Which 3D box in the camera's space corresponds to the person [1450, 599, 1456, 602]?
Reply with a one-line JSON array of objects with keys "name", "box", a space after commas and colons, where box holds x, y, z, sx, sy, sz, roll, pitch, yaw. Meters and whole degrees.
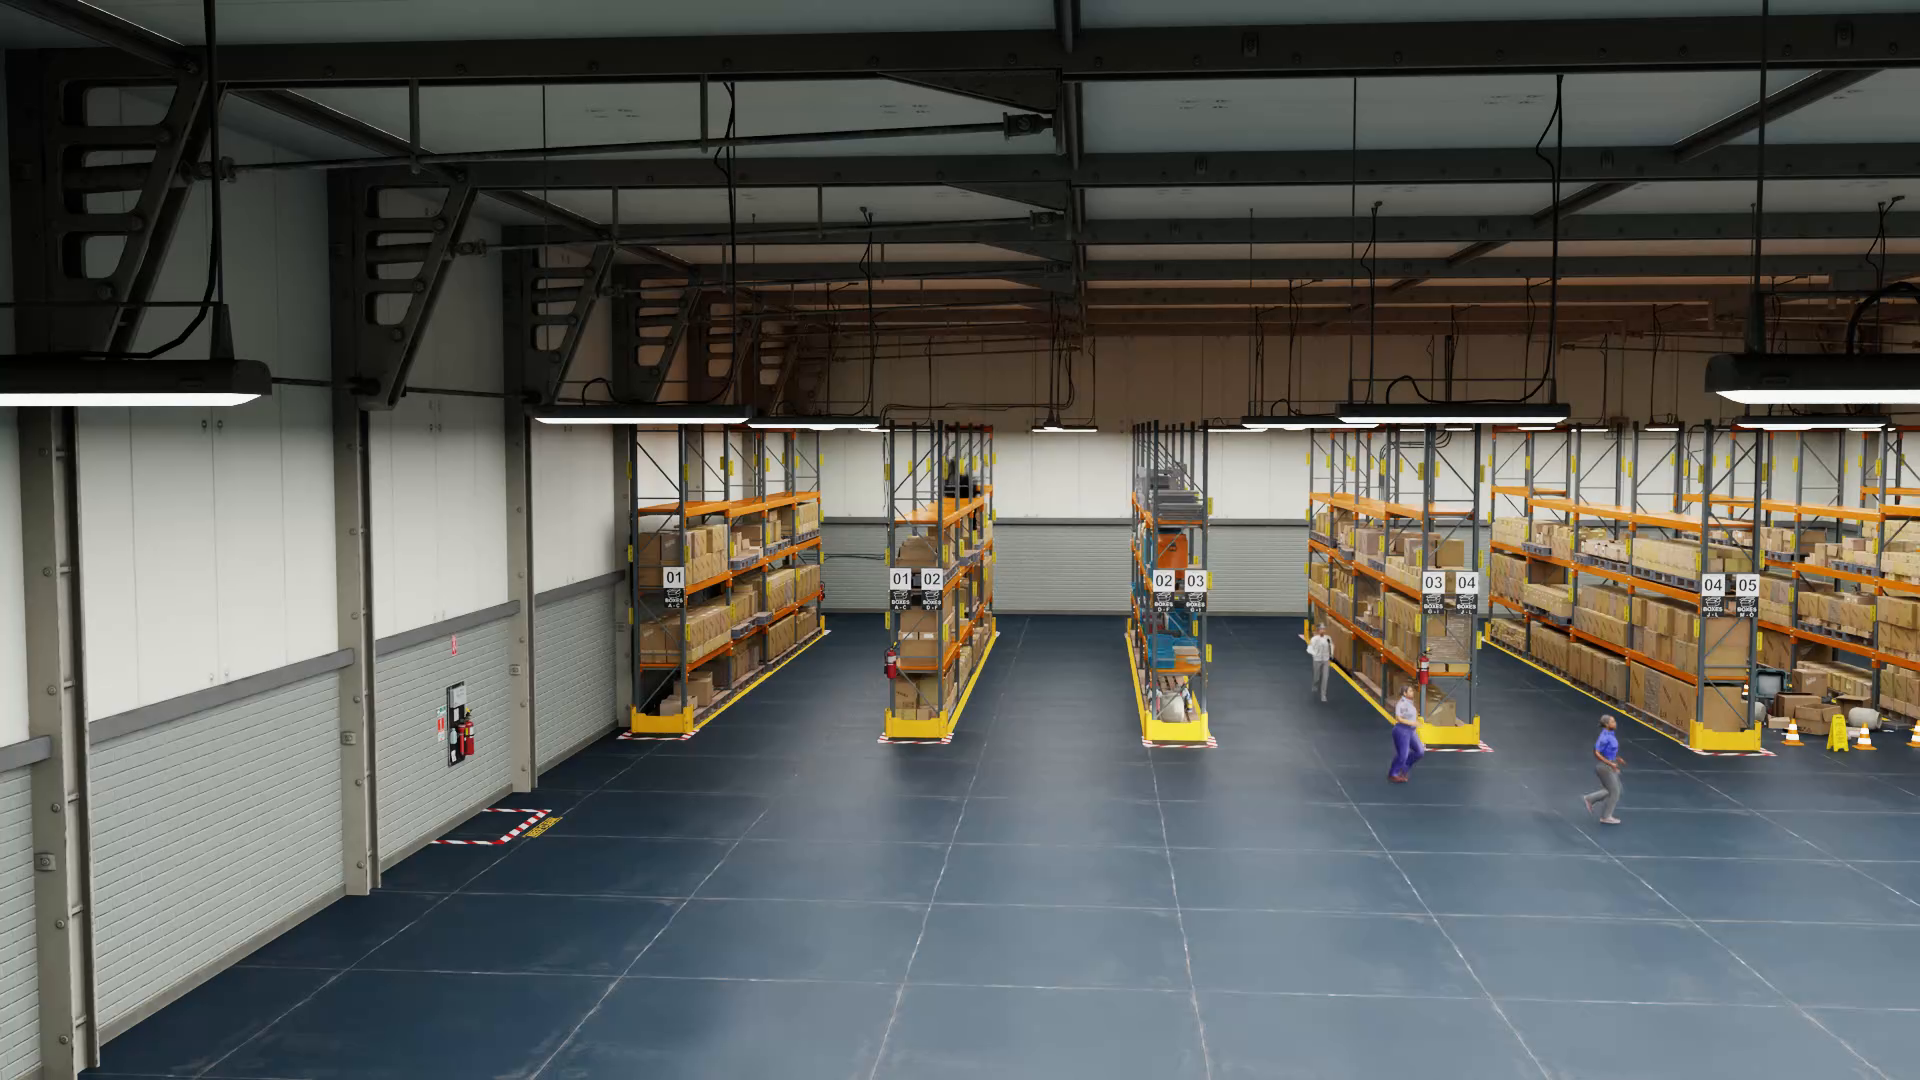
[{"name": "person", "box": [13.300, 2.129, 44.895, 0.564, 1.546, 0.605, 1, 4, 13]}]

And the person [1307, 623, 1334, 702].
[{"name": "person", "box": [7.788, 2.608, 35.789, 0.618, 1.669, 0.870, 0, 4, -1]}]

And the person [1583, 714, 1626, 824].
[{"name": "person", "box": [9.478, 3.366, 24.496, 0.581, 1.609, 0.562, 2, 4, 30]}]

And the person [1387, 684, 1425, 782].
[{"name": "person", "box": [7.342, 3.187, 27.311, 0.620, 1.637, 0.610, 3, 4, 36]}]
